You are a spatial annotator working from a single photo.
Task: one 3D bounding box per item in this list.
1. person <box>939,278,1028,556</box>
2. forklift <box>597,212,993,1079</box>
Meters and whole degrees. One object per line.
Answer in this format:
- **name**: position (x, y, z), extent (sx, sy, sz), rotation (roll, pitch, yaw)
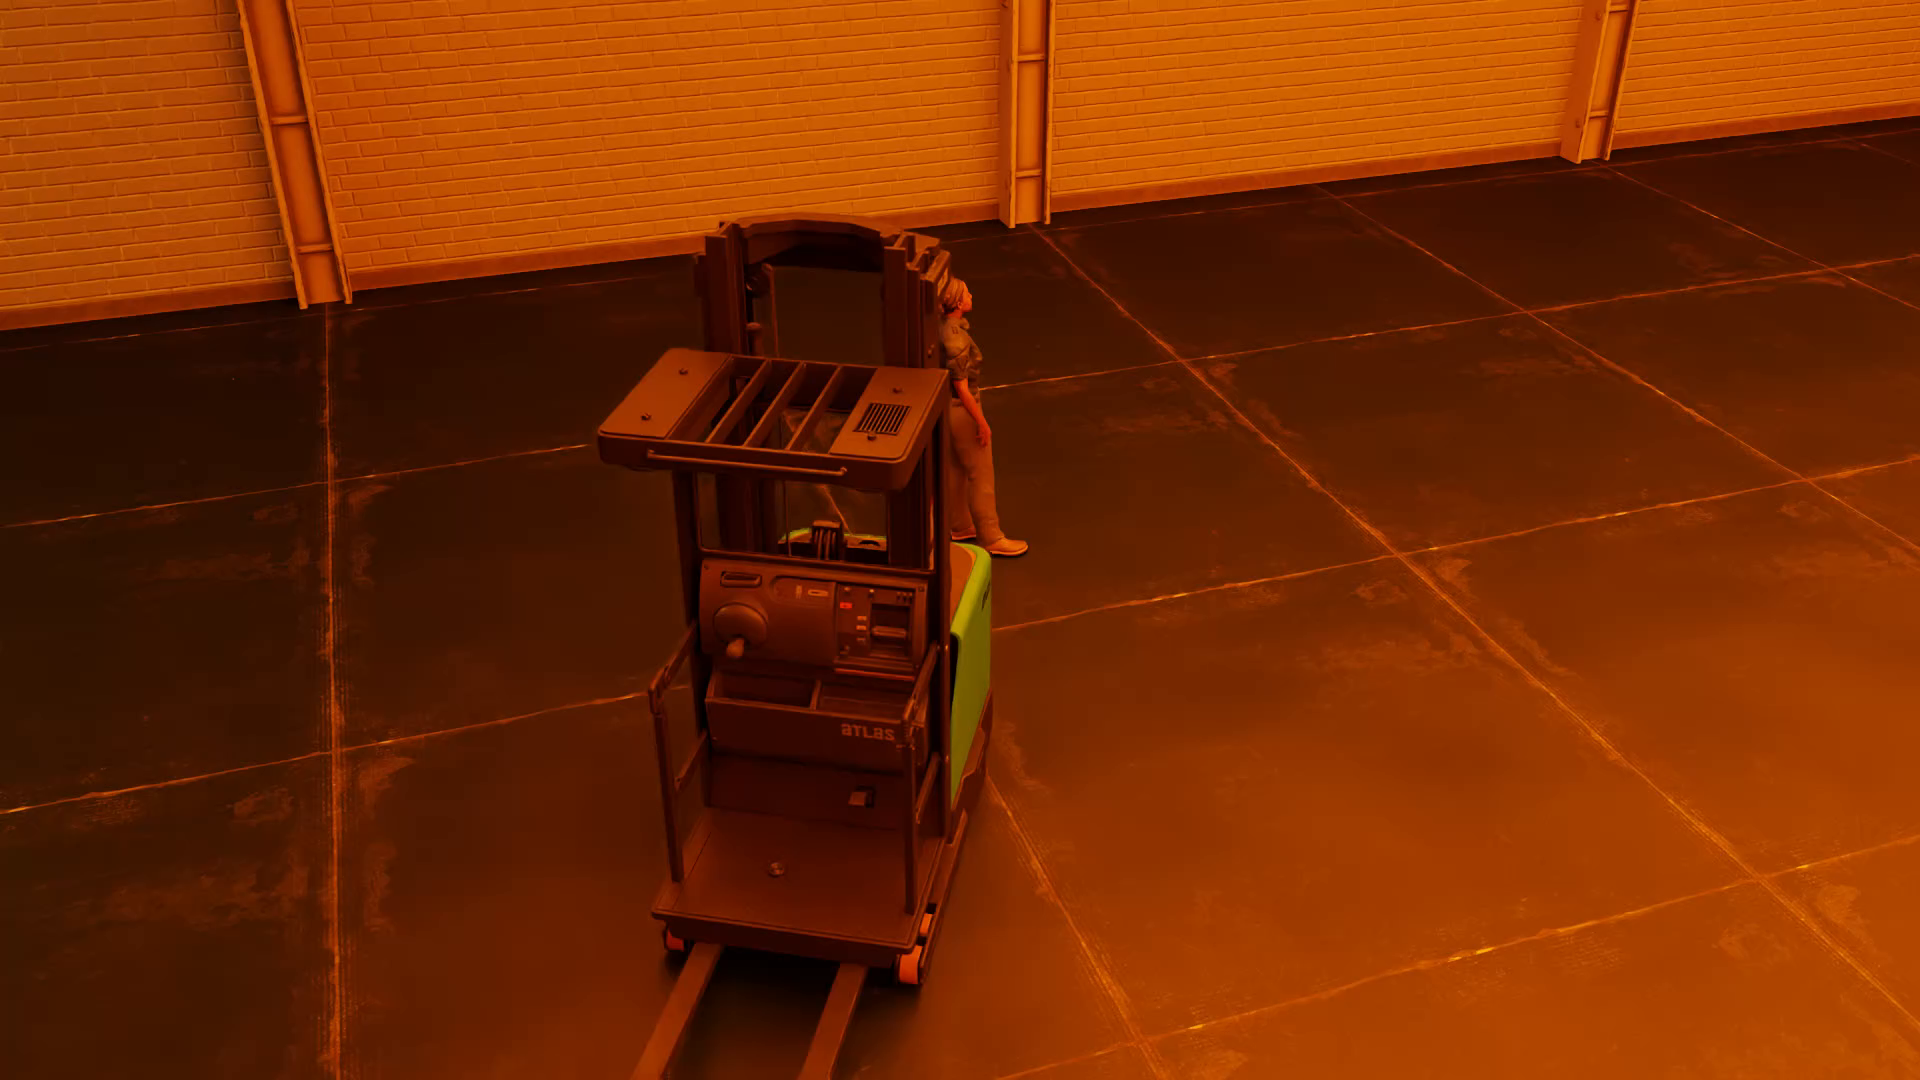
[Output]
- **person**: position (0.090, -0.728, 9.618), extent (0.503, 1.656, 0.570), rotation (-10, 31, -16)
- **forklift**: position (-0.629, 0.358, 6.465), extent (1.130, 2.935, 3.031), rotation (6, 30, 10)
